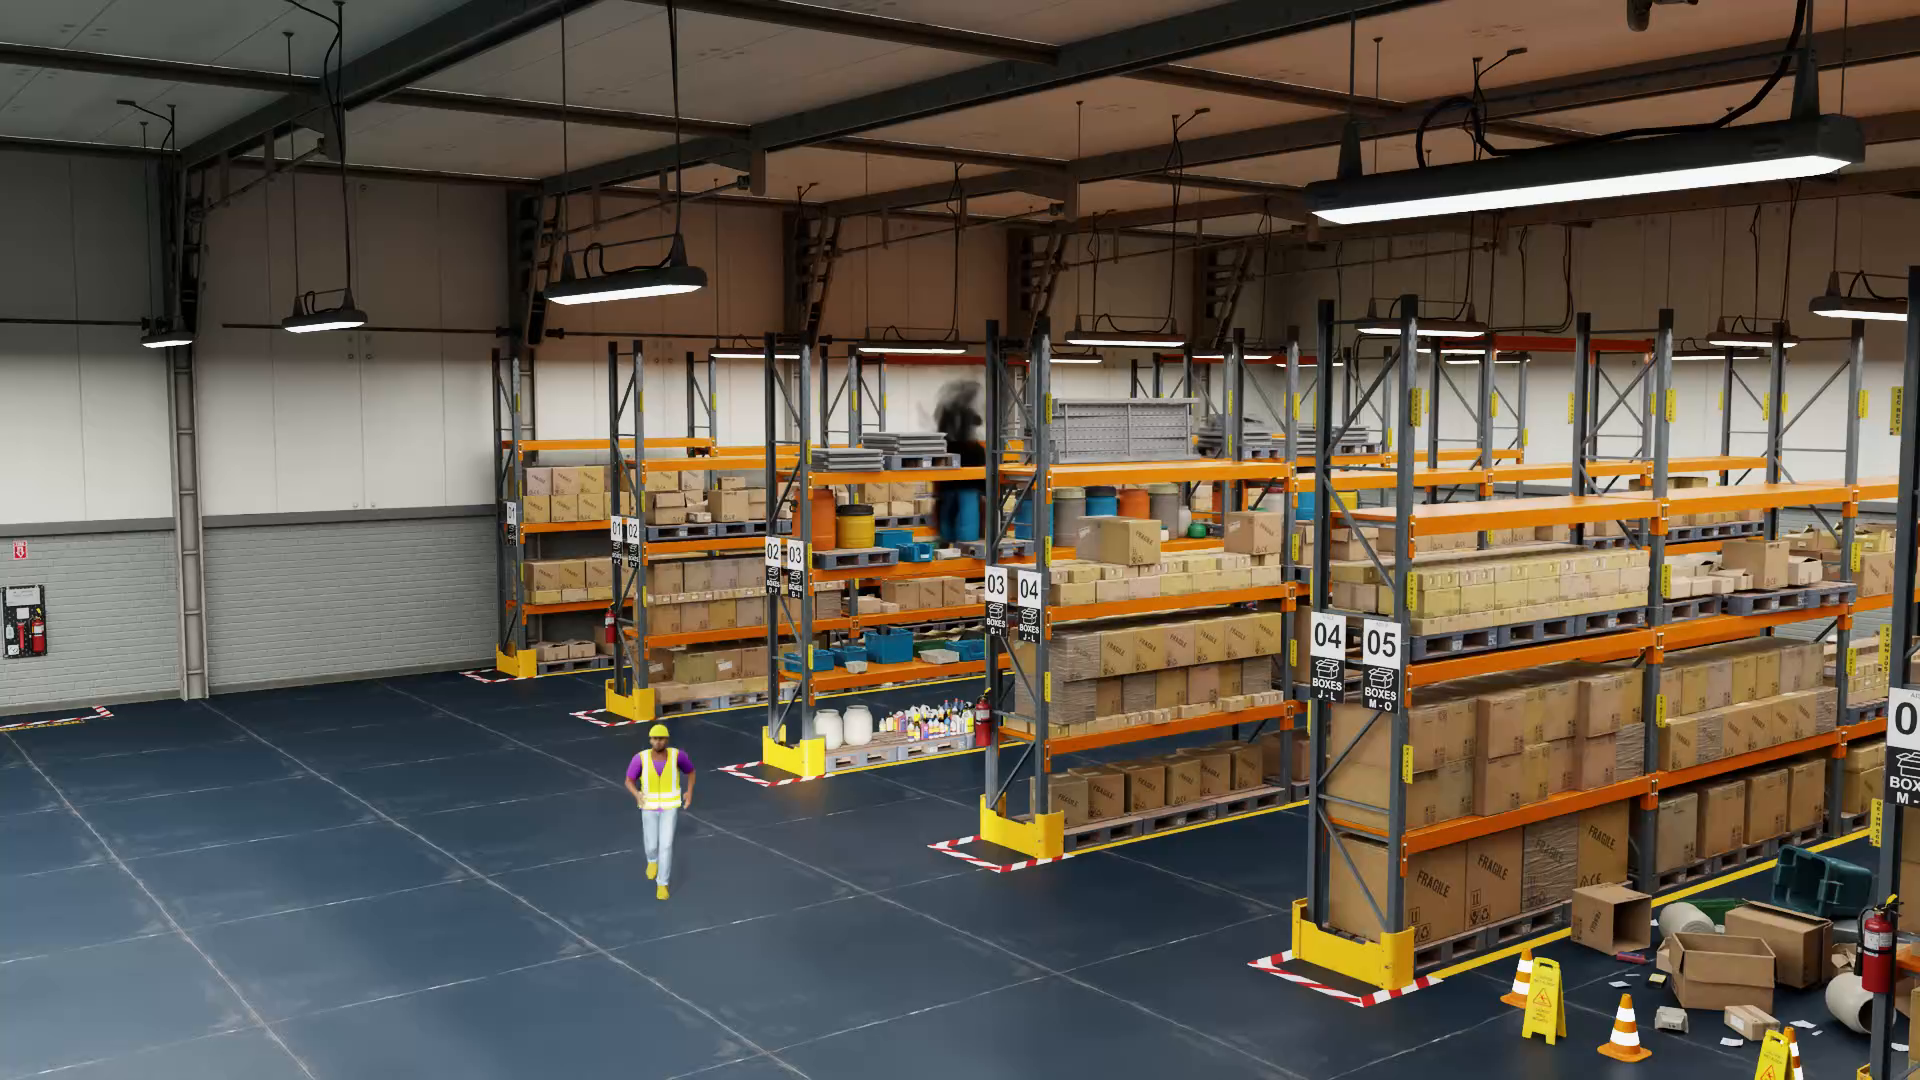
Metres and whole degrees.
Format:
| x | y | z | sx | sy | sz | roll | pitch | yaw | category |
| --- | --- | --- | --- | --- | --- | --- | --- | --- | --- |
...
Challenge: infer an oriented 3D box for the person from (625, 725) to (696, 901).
| x | y | z | sx | sy | sz | roll | pitch | yaw | category |
| --- | --- | --- | --- | --- | --- | --- | --- | --- | --- |
| -3.109 | 2.778 | 17.284 | 0.726 | 1.766 | 0.799 | -1 | 5 | -8 | person |

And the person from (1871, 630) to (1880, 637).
| x | y | z | sx | sy | sz | roll | pitch | yaw | category |
| --- | --- | --- | --- | --- | --- | --- | --- | --- | --- |
| 13.654 | 2.225 | 24.668 | 0.894 | 1.609 | 0.588 | -3 | 6 | -31 | person |

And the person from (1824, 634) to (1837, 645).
| x | y | z | sx | sy | sz | roll | pitch | yaw | category |
| --- | --- | --- | --- | --- | --- | --- | --- | --- | --- |
| 12.464 | 2.207 | 23.847 | 0.571 | 1.720 | 0.676 | -4 | 6 | -38 | person |

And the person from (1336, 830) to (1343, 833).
| x | y | z | sx | sy | sz | roll | pitch | yaw | category |
| --- | --- | --- | --- | --- | --- | --- | --- | --- | --- |
| 4.200 | 2.710 | 17.933 | 0.686 | 1.744 | 0.599 | 4 | 7 | 40 | person |
